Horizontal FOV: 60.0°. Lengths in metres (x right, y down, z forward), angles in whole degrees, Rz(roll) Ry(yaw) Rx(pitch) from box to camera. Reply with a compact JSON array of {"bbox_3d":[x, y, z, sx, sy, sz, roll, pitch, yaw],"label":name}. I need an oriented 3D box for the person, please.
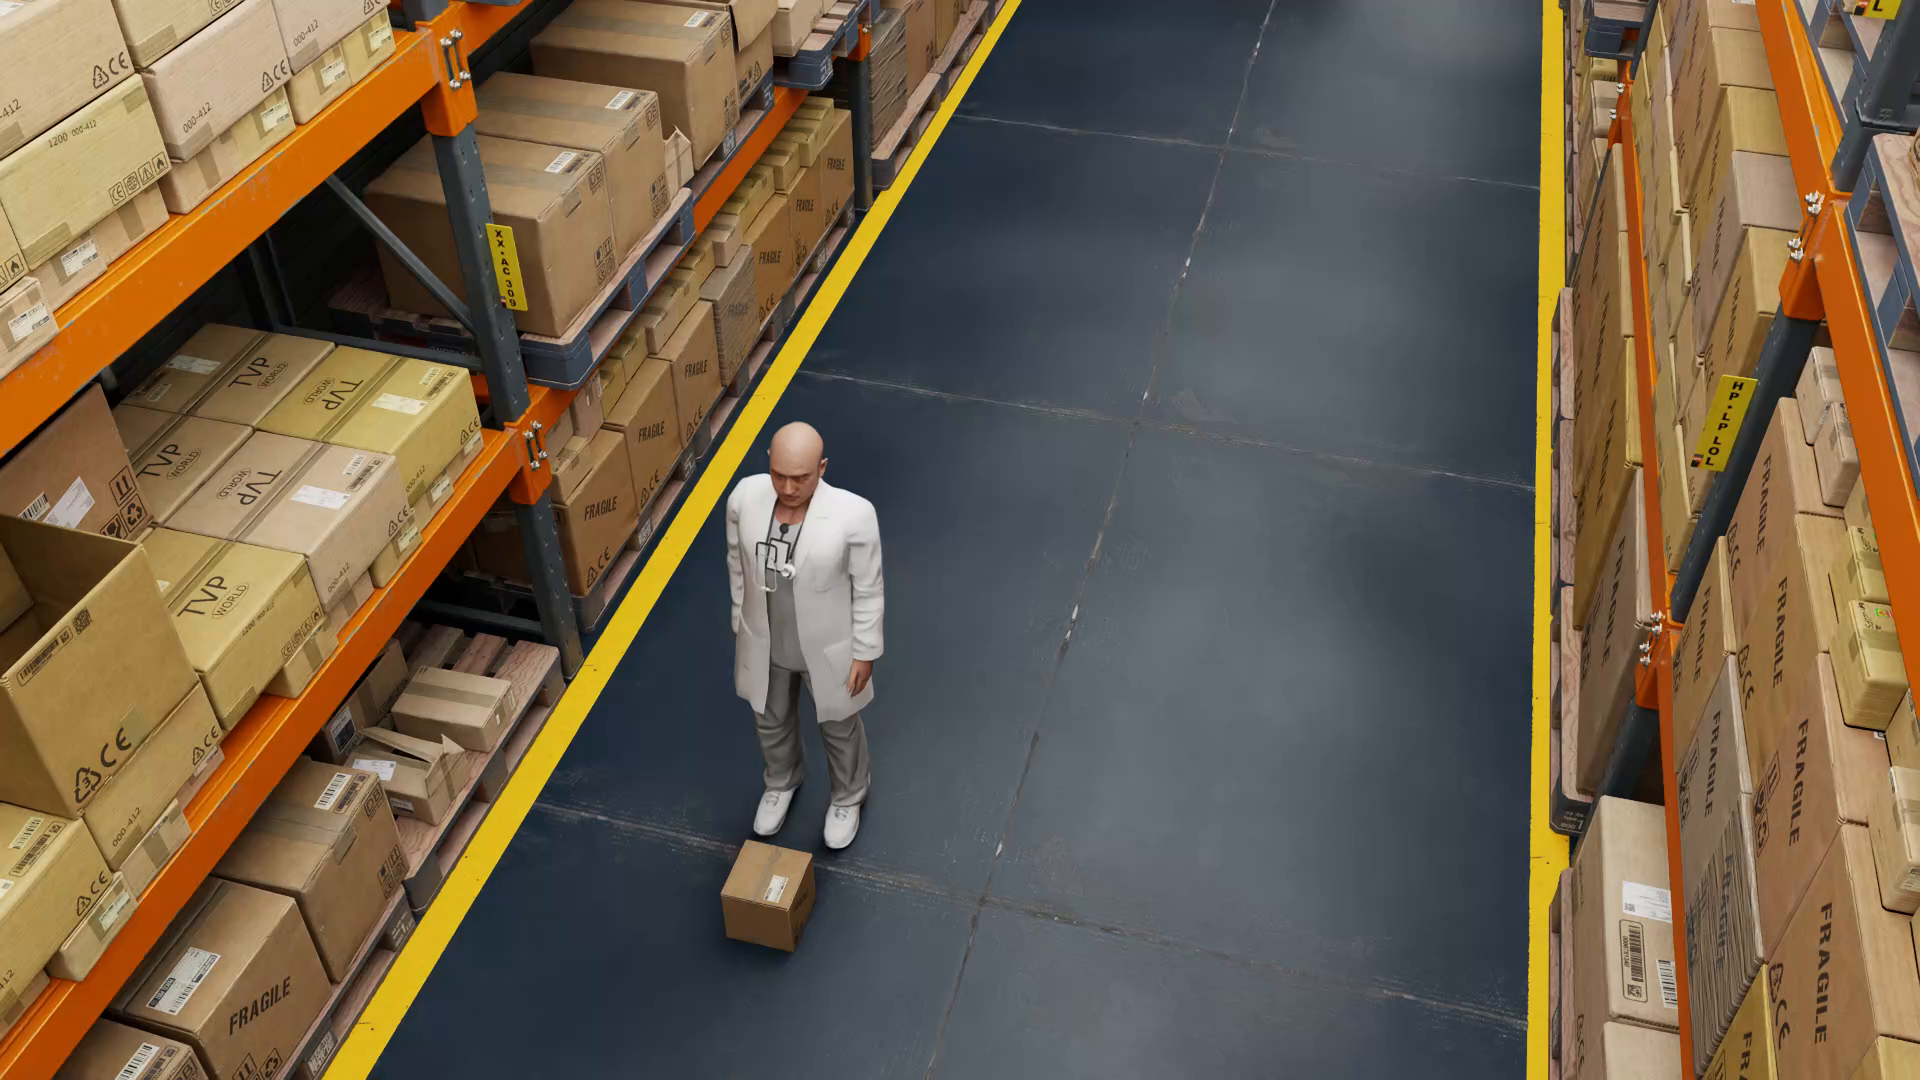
[{"bbox_3d":[-0.533,0.357,5.752,0.562,1.779,0.388,11,42,12],"label":"person"}]
